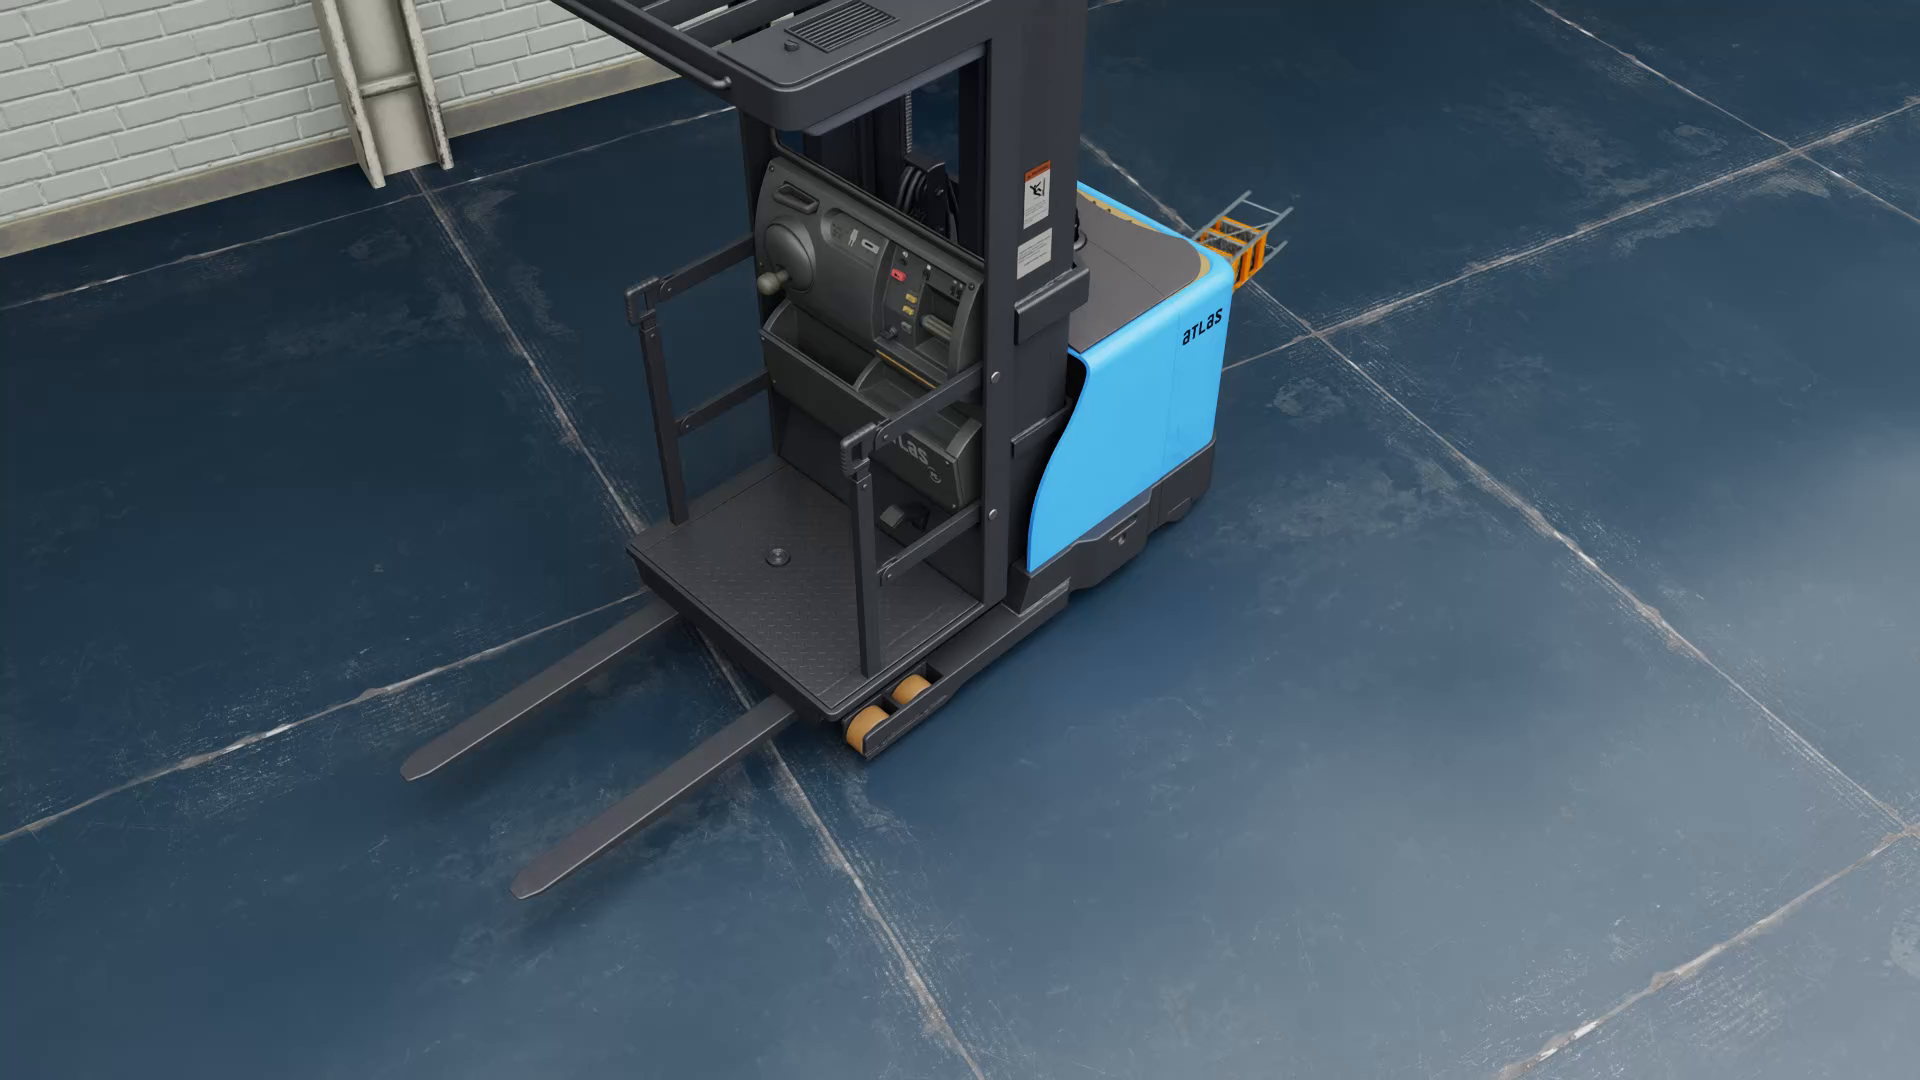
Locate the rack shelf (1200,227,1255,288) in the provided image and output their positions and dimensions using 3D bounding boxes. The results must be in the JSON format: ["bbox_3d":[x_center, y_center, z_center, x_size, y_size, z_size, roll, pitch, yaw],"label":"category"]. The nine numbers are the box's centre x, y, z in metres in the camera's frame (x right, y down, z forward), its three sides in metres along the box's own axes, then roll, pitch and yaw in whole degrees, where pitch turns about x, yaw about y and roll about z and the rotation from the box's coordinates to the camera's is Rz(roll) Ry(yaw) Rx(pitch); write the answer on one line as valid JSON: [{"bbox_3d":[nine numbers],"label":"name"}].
[{"bbox_3d":[1.169,-1.263,7.412,0.258,0.180,0.103,28,51,26],"label":"rack shelf"}]

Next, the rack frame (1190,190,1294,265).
[{"bbox_3d":[1.050,-1.221,7.238,0.240,0.006,1.200,28,51,26],"label":"rack frame"}]

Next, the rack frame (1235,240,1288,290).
[{"bbox_3d":[1.050,-1.090,7.365,0.240,0.006,1.200,28,51,26],"label":"rack frame"}]

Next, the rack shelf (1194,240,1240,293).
[{"bbox_3d":[1.096,-1.197,7.344,0.258,0.180,0.103,28,51,26],"label":"rack shelf"}]

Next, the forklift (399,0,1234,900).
[{"bbox_3d":[-0.443,-0.747,4.915,3.031,2.935,1.130,-35,54,-30],"label":"forklift"}]

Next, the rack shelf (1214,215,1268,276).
[{"bbox_3d":[1.242,-1.329,7.481,0.258,0.180,0.103,28,51,26],"label":"rack shelf"}]

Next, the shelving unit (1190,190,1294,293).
[{"bbox_3d":[1.050,-1.155,7.301,0.258,0.189,1.200,28,51,26],"label":"shelving unit"}]
